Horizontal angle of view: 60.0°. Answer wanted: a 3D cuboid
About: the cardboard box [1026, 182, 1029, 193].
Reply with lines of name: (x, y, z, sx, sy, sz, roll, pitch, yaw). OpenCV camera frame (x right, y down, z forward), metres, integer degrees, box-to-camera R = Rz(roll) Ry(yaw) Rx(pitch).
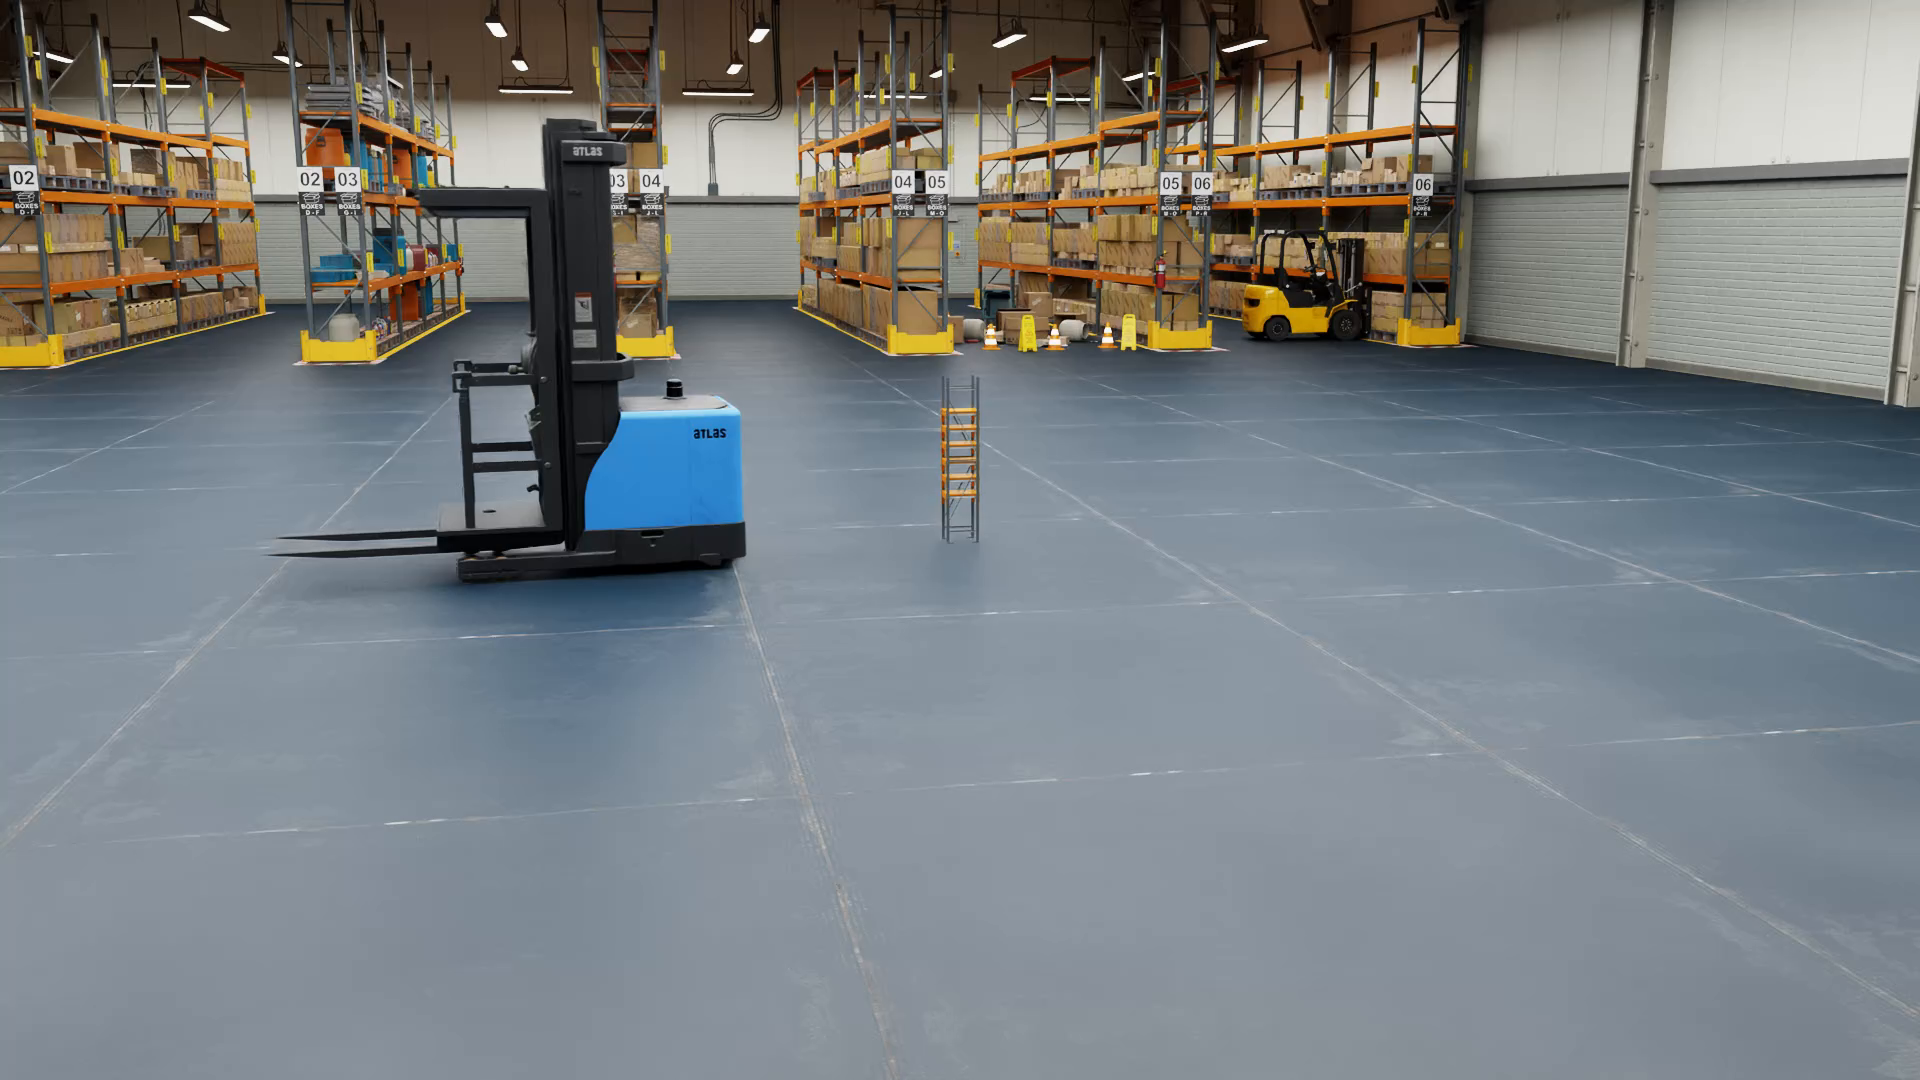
cardboard box: (1.798, -8.520, 40.150, 0.396, 0.266, 0.258, -1, 11, -6)

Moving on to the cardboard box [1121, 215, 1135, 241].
cardboard box: (3.515, -6.008, 32.002, 0.700, 0.500, 0.500, -2, 11, -12)

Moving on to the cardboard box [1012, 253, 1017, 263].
cardboard box: (1.612, -7.090, 41.824, 0.500, 0.250, 0.500, -2, 11, -12)

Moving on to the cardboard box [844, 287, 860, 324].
cardboard box: (-1.887, -4.977, 35.215, 1.050, 0.750, 0.750, -2, 11, -11)

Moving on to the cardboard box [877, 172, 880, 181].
cardboard box: (-1.312, -6.695, 30.609, 0.380, 0.149, 0.250, -2, 11, -12)

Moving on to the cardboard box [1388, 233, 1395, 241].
cardboard box: (8.555, -5.897, 32.359, 0.380, 0.149, 0.250, -2, 11, -10)

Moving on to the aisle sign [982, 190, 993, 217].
aisle sign: (0.709, -9.267, 45.910, 0.394, 0.787, 0.004, -2, 11, -11)

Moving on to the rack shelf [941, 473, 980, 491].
rack shelf: (0.003, -0.425, 12.101, 0.258, 0.103, 0.180, -2, 11, -11)

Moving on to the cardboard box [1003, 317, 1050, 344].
cardboard box: (1.295, -4.057, 32.164, 0.637, 0.503, 0.797, 9, 14, 38)

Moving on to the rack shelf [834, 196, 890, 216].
rack shelf: (-1.883, -7.075, 35.247, 1.077, 0.370, 4.000, -2, 11, -11)

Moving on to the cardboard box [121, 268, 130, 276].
cardboard box: (-16.069, -5.113, 31.710, 0.380, 0.149, 0.250, -2, 11, -11)

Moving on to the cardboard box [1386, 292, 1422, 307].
cardboard box: (8.592, -4.654, 32.182, 0.500, 0.250, 0.500, -2, 11, -9)

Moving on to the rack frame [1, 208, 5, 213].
rack frame: (-23.289, -7.087, 41.407, 1.000, 3.000, 0.127, -2, 11, -11)

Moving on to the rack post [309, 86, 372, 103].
rack post: (-10.867, -7.777, 29.189, 0.937, 0.300, 0.954, -2, 11, -12)

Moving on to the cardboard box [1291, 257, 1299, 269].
cardboard box: (7.685, -6.161, 36.945, 0.500, 0.250, 0.500, -2, 11, -11)

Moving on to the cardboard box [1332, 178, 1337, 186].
cardboard box: (7.999, -7.480, 34.732, 0.380, 0.149, 0.250, -2, 11, -10)

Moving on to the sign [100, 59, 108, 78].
sign: (-15.548, -8.566, 30.213, 0.100, 0.325, 0.005, -2, 11, -11)

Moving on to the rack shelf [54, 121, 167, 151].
rack shelf: (-16.486, -7.831, 32.264, 1.077, 0.370, 4.000, -2, 11, -11)

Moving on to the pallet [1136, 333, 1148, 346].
pallet: (3.981, -3.847, 31.845, 1.003, 0.211, 1.213, -2, 11, -11)

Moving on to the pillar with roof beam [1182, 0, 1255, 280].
pillar with roof beam: (3.180, -10.386, 42.696, 9.100, 9.000, 0.548, -2, 11, -11)

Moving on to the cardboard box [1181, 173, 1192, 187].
cardboard box: (4.283, -6.701, 30.963, 0.500, 0.250, 0.500, -2, 11, -12)

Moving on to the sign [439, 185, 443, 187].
sign: (-12.254, -8.211, 39.267, 0.100, 0.325, 0.005, -2, 11, -11)

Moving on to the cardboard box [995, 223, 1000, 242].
cardboard box: (1.224, -8.057, 43.563, 0.500, 0.500, 0.500, -2, 11, -10)

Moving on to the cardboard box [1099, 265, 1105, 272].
cardboard box: (3.088, -5.594, 34.235, 0.380, 0.149, 0.250, -2, 11, -11)

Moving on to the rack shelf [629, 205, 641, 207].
rack shelf: (-7.546, -7.647, 38.251, 1.077, 0.370, 4.000, -2, 11, -11)

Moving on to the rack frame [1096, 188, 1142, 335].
rack frame: (3.342, -5.786, 34.576, 1.000, 3.000, 0.127, -2, 11, -11)

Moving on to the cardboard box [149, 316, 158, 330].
cardboard box: (-16.232, -4.287, 32.929, 0.500, 0.250, 0.500, -2, 11, -10)

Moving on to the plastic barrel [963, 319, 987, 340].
plastic barrel: (0.231, -4.170, 32.974, 0.512, 0.421, 0.421, 6, 12, 28)

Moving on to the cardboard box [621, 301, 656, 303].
cardboard box: (-6.552, -4.616, 33.934, 0.700, 0.500, 0.500, -2, 11, -11)

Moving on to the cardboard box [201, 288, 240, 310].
cardboard box: (-18.024, -5.868, 40.504, 0.797, 0.503, 0.637, -2, 11, -11)

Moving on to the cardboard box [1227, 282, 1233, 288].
cardboard box: (6.857, -6.324, 41.227, 0.380, 0.149, 0.250, -3, 11, -14)

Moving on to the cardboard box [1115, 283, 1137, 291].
cardboard box: (3.314, -5.042, 33.157, 0.380, 0.149, 0.250, -1, 11, -8)

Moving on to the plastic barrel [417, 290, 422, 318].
plastic barrel: (-12.347, -5.298, 37.333, 0.600, 0.588, 0.708, -2, 11, -11)

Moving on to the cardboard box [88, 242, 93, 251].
cardboard box: (-15.638, -5.206, 29.521, 0.380, 0.149, 0.250, -2, 11, -11)

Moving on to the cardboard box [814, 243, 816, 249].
cardboard box: (-3.322, -7.100, 40.233, 0.380, 0.149, 0.250, -2, 11, -10)

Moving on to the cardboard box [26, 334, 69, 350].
cardboard box: (-15.205, -3.295, 27.716, 0.500, 0.250, 0.500, -2, 11, -11)

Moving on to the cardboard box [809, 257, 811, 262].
cardboard box: (-3.710, -7.260, 42.988, 0.380, 0.149, 0.250, -2, 11, -10)

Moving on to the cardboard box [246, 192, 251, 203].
cardboard box: (-18.073, -8.583, 41.646, 0.500, 0.250, 0.500, -2, 11, -11)

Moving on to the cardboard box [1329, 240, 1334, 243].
cardboard box: (8.014, -6.267, 35.101, 0.380, 0.149, 0.250, -2, 11, -12)

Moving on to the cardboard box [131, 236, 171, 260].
cardboard box: (-17.108, -6.167, 35.184, 0.700, 0.500, 0.500, -6, 12, -30)

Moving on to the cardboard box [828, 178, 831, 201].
cardboard box: (-2.743, -8.031, 38.078, 0.500, 0.500, 0.500, -2, 11, -11)

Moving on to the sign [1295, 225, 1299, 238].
sign: (7.976, -7.291, 39.383, 0.100, 0.325, 0.005, -2, 11, -11)

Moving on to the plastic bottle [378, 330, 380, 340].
plastic bottle: (-10.527, -3.717, 30.009, 0.097, 0.201, 0.097, 0, 11, 0)

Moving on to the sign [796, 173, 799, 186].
sign: (-4.360, -9.672, 44.630, 0.100, 0.325, 0.005, -2, 11, -11)

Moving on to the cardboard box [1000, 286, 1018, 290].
cardboard box: (1.594, -6.485, 43.973, 0.875, 0.438, 0.875, -2, 11, -13)

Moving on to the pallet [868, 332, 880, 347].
pallet: (-1.182, -3.852, 31.868, 1.003, 0.211, 1.213, -2, 11, -11)

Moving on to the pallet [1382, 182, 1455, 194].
pallet: (8.876, -6.795, 32.088, 1.003, 0.211, 1.213, -2, 11, -11)

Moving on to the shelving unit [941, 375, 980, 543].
shelving unit: (0.003, -0.587, 12.070, 0.258, 1.200, 0.189, -2, 11, -11)

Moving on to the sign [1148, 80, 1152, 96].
sign: (3.877, -9.248, 34.006, 0.100, 0.325, 0.005, -2, 11, -11)

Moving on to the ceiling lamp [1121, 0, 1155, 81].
ceiling lamp: (4.661, -13.016, 40.902, 0.800, 3.185, 2.000, -2, 11, -11)

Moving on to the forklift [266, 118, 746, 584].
forklift: (-3.024, -1.266, 11.008, 3.031, 2.935, 1.130, -3, 11, -16)

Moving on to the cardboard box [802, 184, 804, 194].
cardboard box: (-3.895, -9.249, 43.807, 0.500, 0.250, 0.500, -2, 11, -12)

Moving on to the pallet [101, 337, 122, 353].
pallet: (-15.984, -3.549, 30.280, 1.003, 0.211, 1.213, -2, 11, -11)

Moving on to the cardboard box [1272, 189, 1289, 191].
cardboard box: (7.595, -8.373, 39.476, 0.380, 0.149, 0.250, -2, 11, -10)
